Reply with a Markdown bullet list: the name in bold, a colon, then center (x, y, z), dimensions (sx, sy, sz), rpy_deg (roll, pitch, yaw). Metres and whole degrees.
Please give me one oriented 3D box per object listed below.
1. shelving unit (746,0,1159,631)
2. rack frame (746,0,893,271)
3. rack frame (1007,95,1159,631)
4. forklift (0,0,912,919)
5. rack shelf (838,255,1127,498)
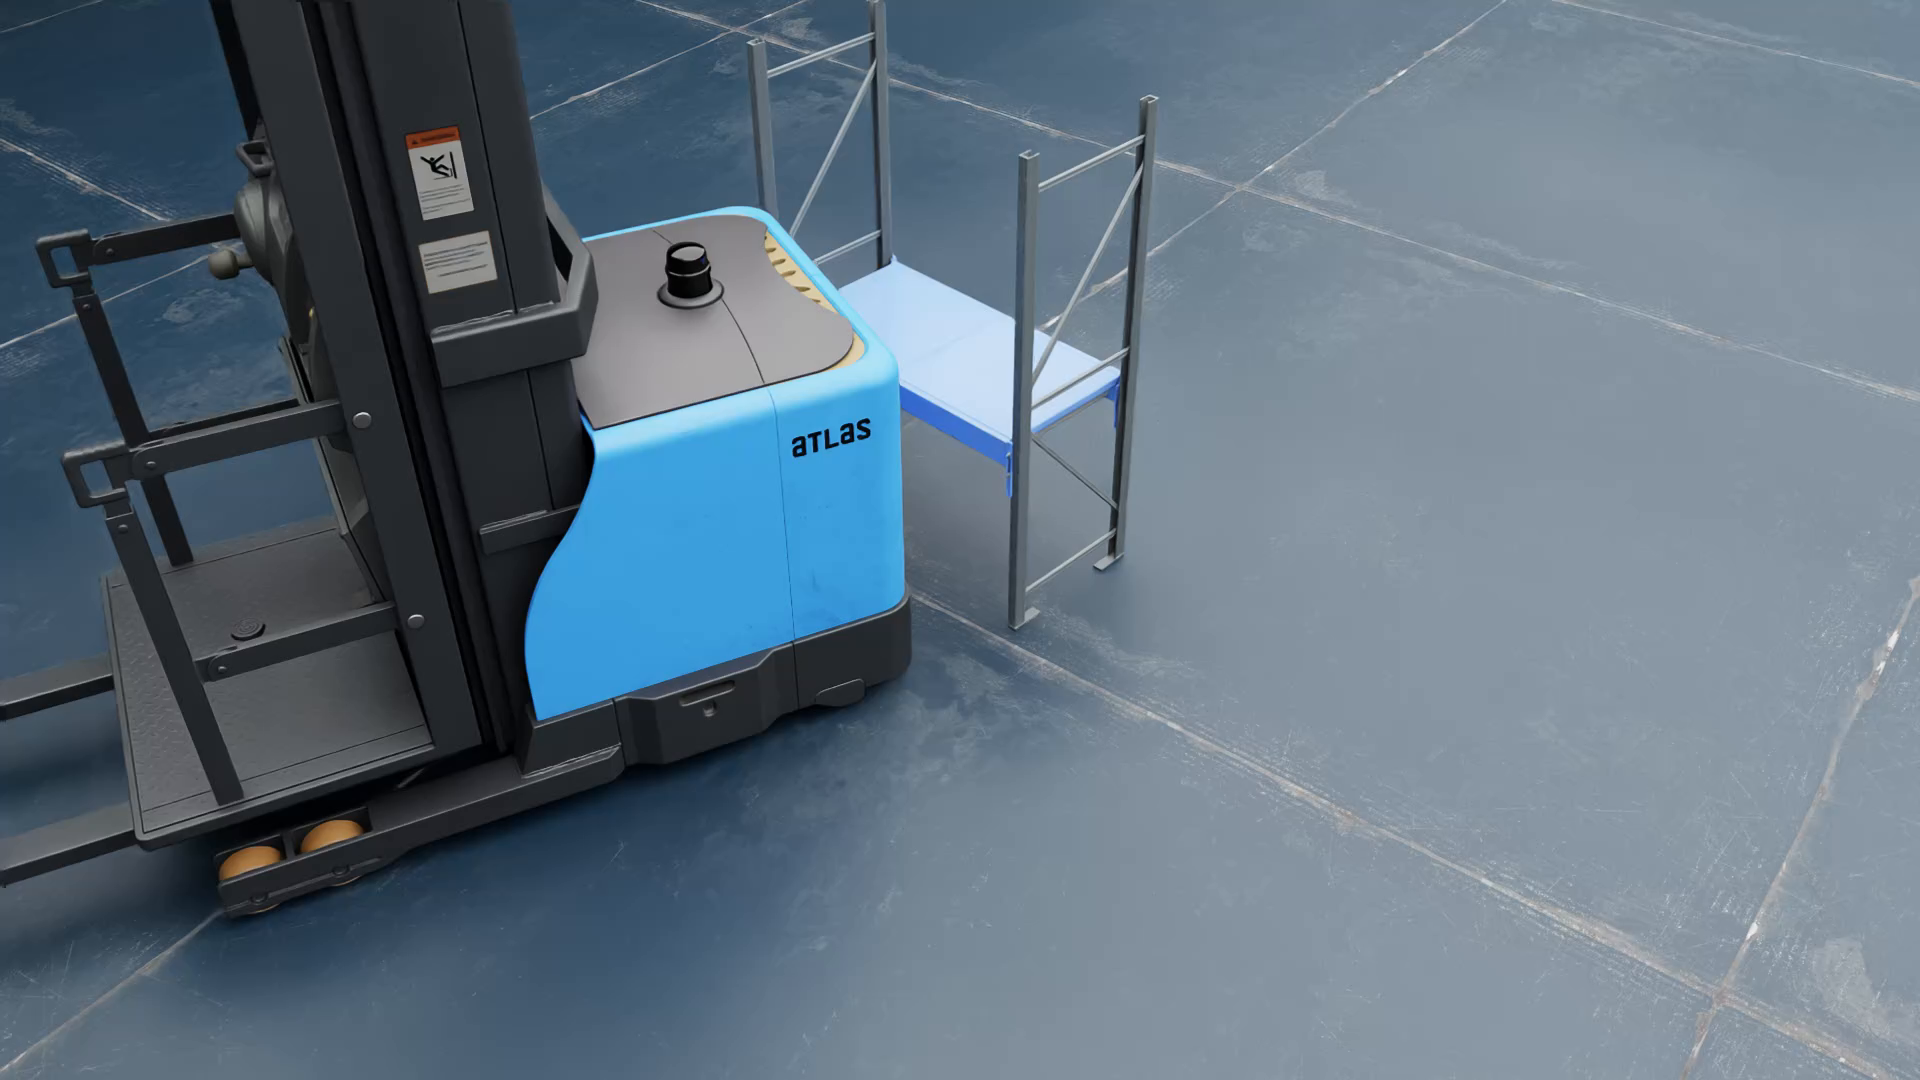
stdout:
- **shelving unit**: center (-0.038, -0.658, 4.874), dimensions (1.048, 1.500, 0.538), rpy_deg (31, 48, 33)
- **rack frame**: center (-0.402, -0.877, 5.153), dimensions (0.032, 1.500, 0.500), rpy_deg (31, 48, 33)
- **rack frame**: center (0.326, -0.439, 4.594), dimensions (0.032, 1.500, 0.500), rpy_deg (31, 48, 33)
- **forklift**: center (-1.691, -0.612, 3.655), dimensions (3.031, 2.935, 1.130), rpy_deg (-17, 41, -20)
- **rack shelf**: center (-0.038, -0.516, 4.985), dimensions (1.000, 0.185, 0.538), rpy_deg (31, 48, 33)
